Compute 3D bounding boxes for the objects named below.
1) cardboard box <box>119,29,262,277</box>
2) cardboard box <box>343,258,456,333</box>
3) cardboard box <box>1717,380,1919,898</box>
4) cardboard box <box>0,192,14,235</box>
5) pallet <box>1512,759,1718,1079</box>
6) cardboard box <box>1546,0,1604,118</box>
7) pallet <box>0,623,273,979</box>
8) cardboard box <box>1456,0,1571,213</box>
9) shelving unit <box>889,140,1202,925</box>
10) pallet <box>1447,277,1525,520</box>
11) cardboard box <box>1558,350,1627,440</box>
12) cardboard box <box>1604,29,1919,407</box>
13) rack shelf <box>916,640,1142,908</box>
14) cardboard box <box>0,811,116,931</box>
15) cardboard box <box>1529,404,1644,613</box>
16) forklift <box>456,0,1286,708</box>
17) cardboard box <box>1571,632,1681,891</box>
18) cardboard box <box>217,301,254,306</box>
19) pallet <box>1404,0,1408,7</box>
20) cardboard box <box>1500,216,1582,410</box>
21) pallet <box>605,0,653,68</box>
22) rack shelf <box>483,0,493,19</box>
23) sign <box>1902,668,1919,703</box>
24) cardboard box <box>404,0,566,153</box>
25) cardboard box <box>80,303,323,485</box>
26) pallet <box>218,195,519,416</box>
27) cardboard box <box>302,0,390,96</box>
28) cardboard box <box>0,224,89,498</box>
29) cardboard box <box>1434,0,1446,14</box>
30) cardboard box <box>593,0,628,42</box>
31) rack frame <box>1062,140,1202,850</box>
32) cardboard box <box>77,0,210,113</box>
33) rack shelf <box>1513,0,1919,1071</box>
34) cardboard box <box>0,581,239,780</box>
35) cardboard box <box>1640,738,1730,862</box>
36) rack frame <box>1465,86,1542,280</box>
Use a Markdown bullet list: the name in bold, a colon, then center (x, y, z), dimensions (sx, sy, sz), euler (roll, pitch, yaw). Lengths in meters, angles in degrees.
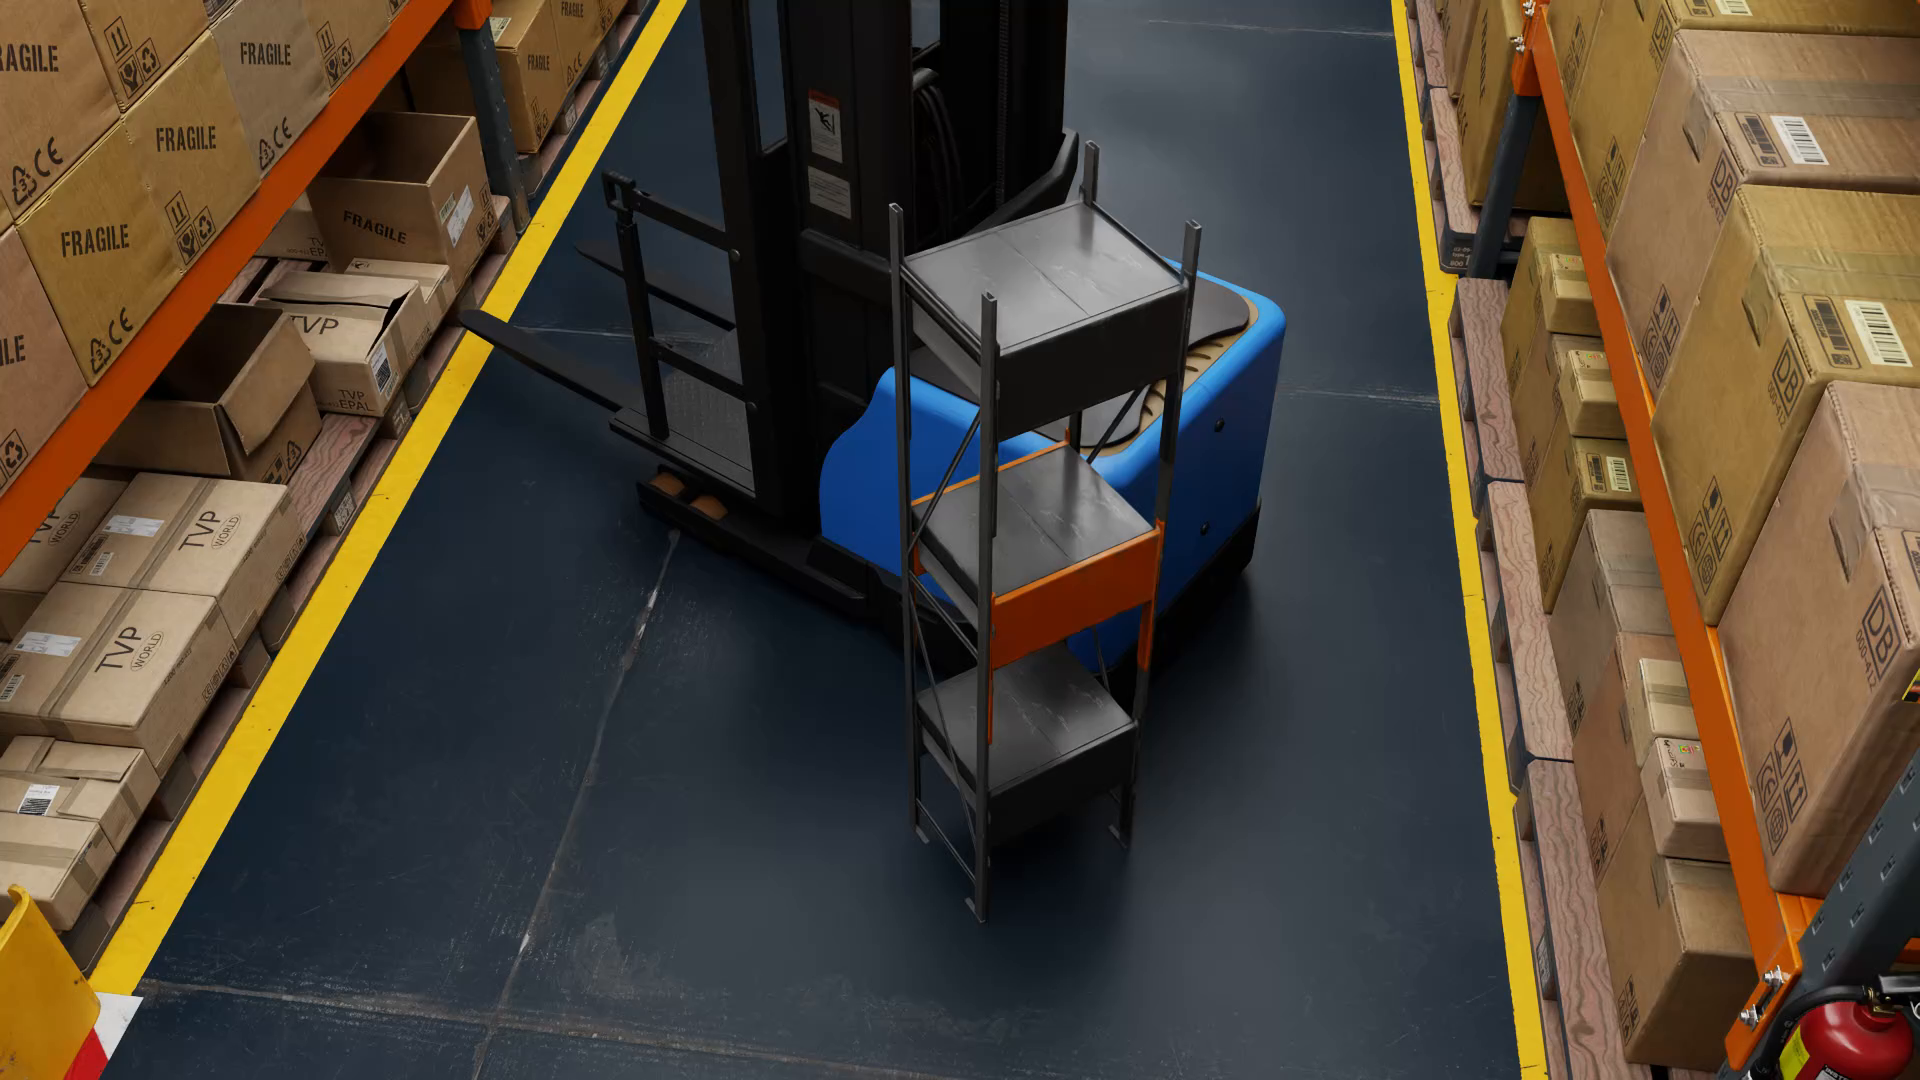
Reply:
- **cardboard box**: center (-2.371, -1.101, 4.658), dimensions (0.500, 0.500, 0.500), euler (6, 44, 6)
- **cardboard box**: center (-2.146, -0.927, 6.301), dimensions (0.380, 0.149, 0.250), euler (5, 44, 6)
- **cardboard box**: center (2.077, 0.239, 3.098), dimensions (0.980, 0.700, 0.700), euler (7, 44, 7)
- **cardboard box**: center (-2.509, -0.786, 3.599), dimensions (0.500, 0.500, 0.500), euler (6, 44, 6)
- **pallet**: center (2.048, 1.157, 4.375), dimensions (1.003, 0.211, 1.213), euler (5, 44, 6)
- **cardboard box**: center (2.461, -1.771, 5.220), dimensions (0.980, 0.700, 0.700), euler (6, 44, 6)
- **pallet**: center (-2.776, 0.666, 4.893), dimensions (1.003, 0.211, 1.213), euler (5, 44, 6)
- **cardboard box**: center (2.506, -1.857, 6.787), dimensions (0.750, 0.750, 0.750), euler (6, 44, 6)
- **shelving unit**: center (0.172, 0.100, 4.117), dimensions (0.503, 2.100, 0.431), euler (-22, 48, -22)
- **pallet**: center (2.370, -0.506, 6.131), dimensions (1.003, 0.211, 1.213), euler (5, 44, 6)
- **cardboard box**: center (2.053, -0.437, 5.071), dimensions (0.380, 0.149, 0.250), euler (4, 44, 4)
- **cardboard box**: center (2.272, -0.777, 4.171), dimensions (0.980, 0.700, 0.700), euler (3, 44, 3)
- **rack shelf**: center (0.172, 0.618, 4.608), dimensions (0.480, 0.518, 0.431), euler (-22, 48, -22)
- **cardboard box**: center (-2.495, 0.870, 4.403), dimensions (0.380, 0.149, 0.250), euler (5, 44, 6)
- **cardboard box**: center (2.208, -0.083, 5.168), dimensions (0.700, 0.500, 0.500), euler (6, 44, 6)
- **forklift**: center (-0.502, -1.319, 5.011), dimensions (3.031, 2.935, 1.130), euler (27, 50, 26)
- **cardboard box**: center (2.079, 0.624, 4.422), dimensions (0.700, 0.500, 0.500), euler (5, 44, 5)
- **cardboard box**: center (-2.737, -0.752, 6.103), dimensions (0.380, 0.166, 0.250), euler (5, 44, 6)
- **pallet**: center (2.898, -3.213, 8.990), dimensions (1.003, 0.211, 1.213), euler (5, 44, 6)
- **cardboard box**: center (2.348, -0.774, 5.899), dimensions (0.700, 0.500, 0.500), euler (6, 44, 6)
- **pallet**: center (-2.133, -2.857, 8.613), dimensions (1.003, 0.211, 1.213), euler (5, 44, 6)
- **rack shelf**: center (-2.098, -3.579, 7.872), dimensions (1.077, 0.370, 4.000), euler (5, 44, 6)
- **sign**: center (1.484, 0.131, 2.416), dimensions (0.100, 0.325, 0.005), euler (5, 44, 6)
- **cardboard box**: center (-2.057, -2.037, 7.218), dimensions (0.500, 0.500, 0.500), euler (3, 44, 4)
- **cardboard box**: center (-2.605, -0.450, 5.539), dimensions (0.797, 0.503, 0.637), euler (5, 44, 6)
- **pallet**: center (-2.454, -0.997, 6.650), dimensions (1.003, 0.211, 1.213), euler (5, 44, 6)
- **cardboard box**: center (-2.241, -1.798, 5.395), dimensions (0.500, 0.500, 0.500), euler (6, 44, 7)
- **cardboard box**: center (-2.508, -0.418, 3.937), dimensions (0.500, 0.500, 0.500), euler (5, 44, 5)
- **cardboard box**: center (2.728, -3.042, 8.039), dimensions (0.750, 0.750, 0.750), euler (5, 44, 5)
- **cardboard box**: center (-1.924, -2.742, 7.962), dimensions (0.500, 0.500, 0.500), euler (6, 44, 6)
- **rack frame**: center (0.381, 0.014, 4.208), dimensions (0.015, 2.100, 0.400), euler (-22, 48, -22)
- **cardboard box**: center (-2.372, -1.473, 4.324), dimensions (0.500, 0.500, 0.500), euler (5, 44, 5)
- **rack shelf**: center (2.284, -0.406, 4.520), dimensions (1.077, 0.370, 4.000), euler (5, 44, 6)
- **cardboard box**: center (-2.472, 0.402, 4.824), dimensions (0.500, 0.250, 0.500), euler (5, 44, 6)
- **cardboard box**: center (1.849, 0.626, 3.948), dimensions (0.380, 0.149, 0.250), euler (5, 44, 5)
- **rack frame**: center (2.549, -2.030, 5.712), dimensions (1.000, 3.000, 0.127), euler (5, 44, 6)
